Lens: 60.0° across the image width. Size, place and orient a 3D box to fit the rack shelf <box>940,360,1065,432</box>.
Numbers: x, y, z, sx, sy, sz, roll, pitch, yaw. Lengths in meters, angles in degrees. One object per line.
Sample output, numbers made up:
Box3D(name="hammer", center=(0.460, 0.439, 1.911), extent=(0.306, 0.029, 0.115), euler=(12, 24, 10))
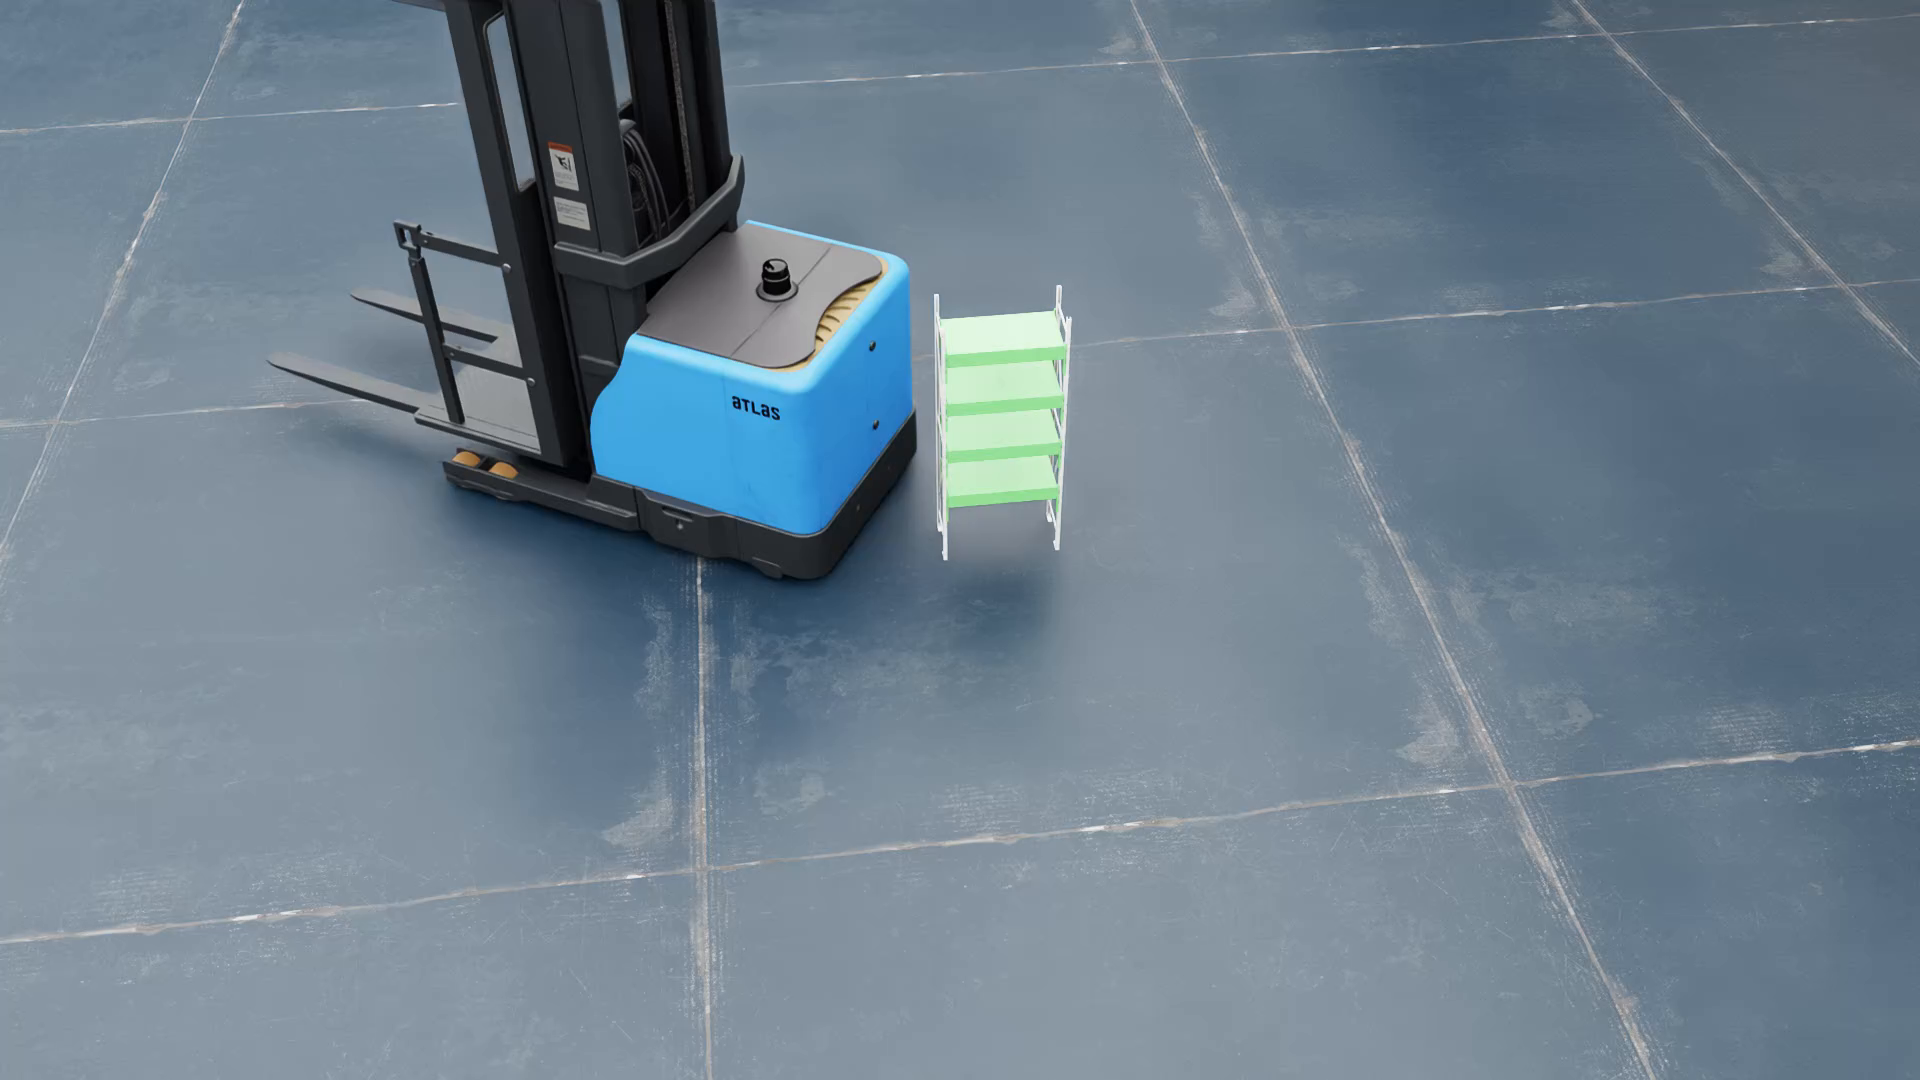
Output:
Box3D(name="rack shelf", center=(0.164, -0.591, 6.746), extent=(0.480, 0.148, 0.258), euler=(-5, 42, -6))

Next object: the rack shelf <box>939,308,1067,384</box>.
Box3D(name="rack shelf", center=(0.164, -0.769, 6.585), extent=(0.480, 0.148, 0.258), euler=(-5, 42, -6))

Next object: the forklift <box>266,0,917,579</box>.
Box3D(name="forklift", center=(-1.762, -1.575, 6.807), extent=(3.031, 2.935, 1.130), euler=(16, 45, 17))

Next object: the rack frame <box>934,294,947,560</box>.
Box3D(name="rack frame", center=(-0.078, -0.439, 6.841), extent=(0.015, 1.200, 0.240), euler=(-5, 42, -6))

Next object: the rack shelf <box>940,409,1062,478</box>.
Box3D(name="rack shelf", center=(0.164, -0.412, 6.907), extent=(0.480, 0.148, 0.258), euler=(-5, 42, -6))

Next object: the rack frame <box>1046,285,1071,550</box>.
Box3D(name="rack frame", center=(0.406, -0.481, 6.888), extent=(0.015, 1.200, 0.240), euler=(-5, 42, -6))

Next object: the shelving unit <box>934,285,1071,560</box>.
Box3D(name="shelving unit", center=(0.164, -0.460, 6.864), extent=(0.503, 1.200, 0.258), euler=(-5, 42, -6))

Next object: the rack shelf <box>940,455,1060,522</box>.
Box3D(name="rack shelf", center=(0.164, -0.234, 7.068), extent=(0.480, 0.148, 0.258), euler=(-5, 42, -6))
